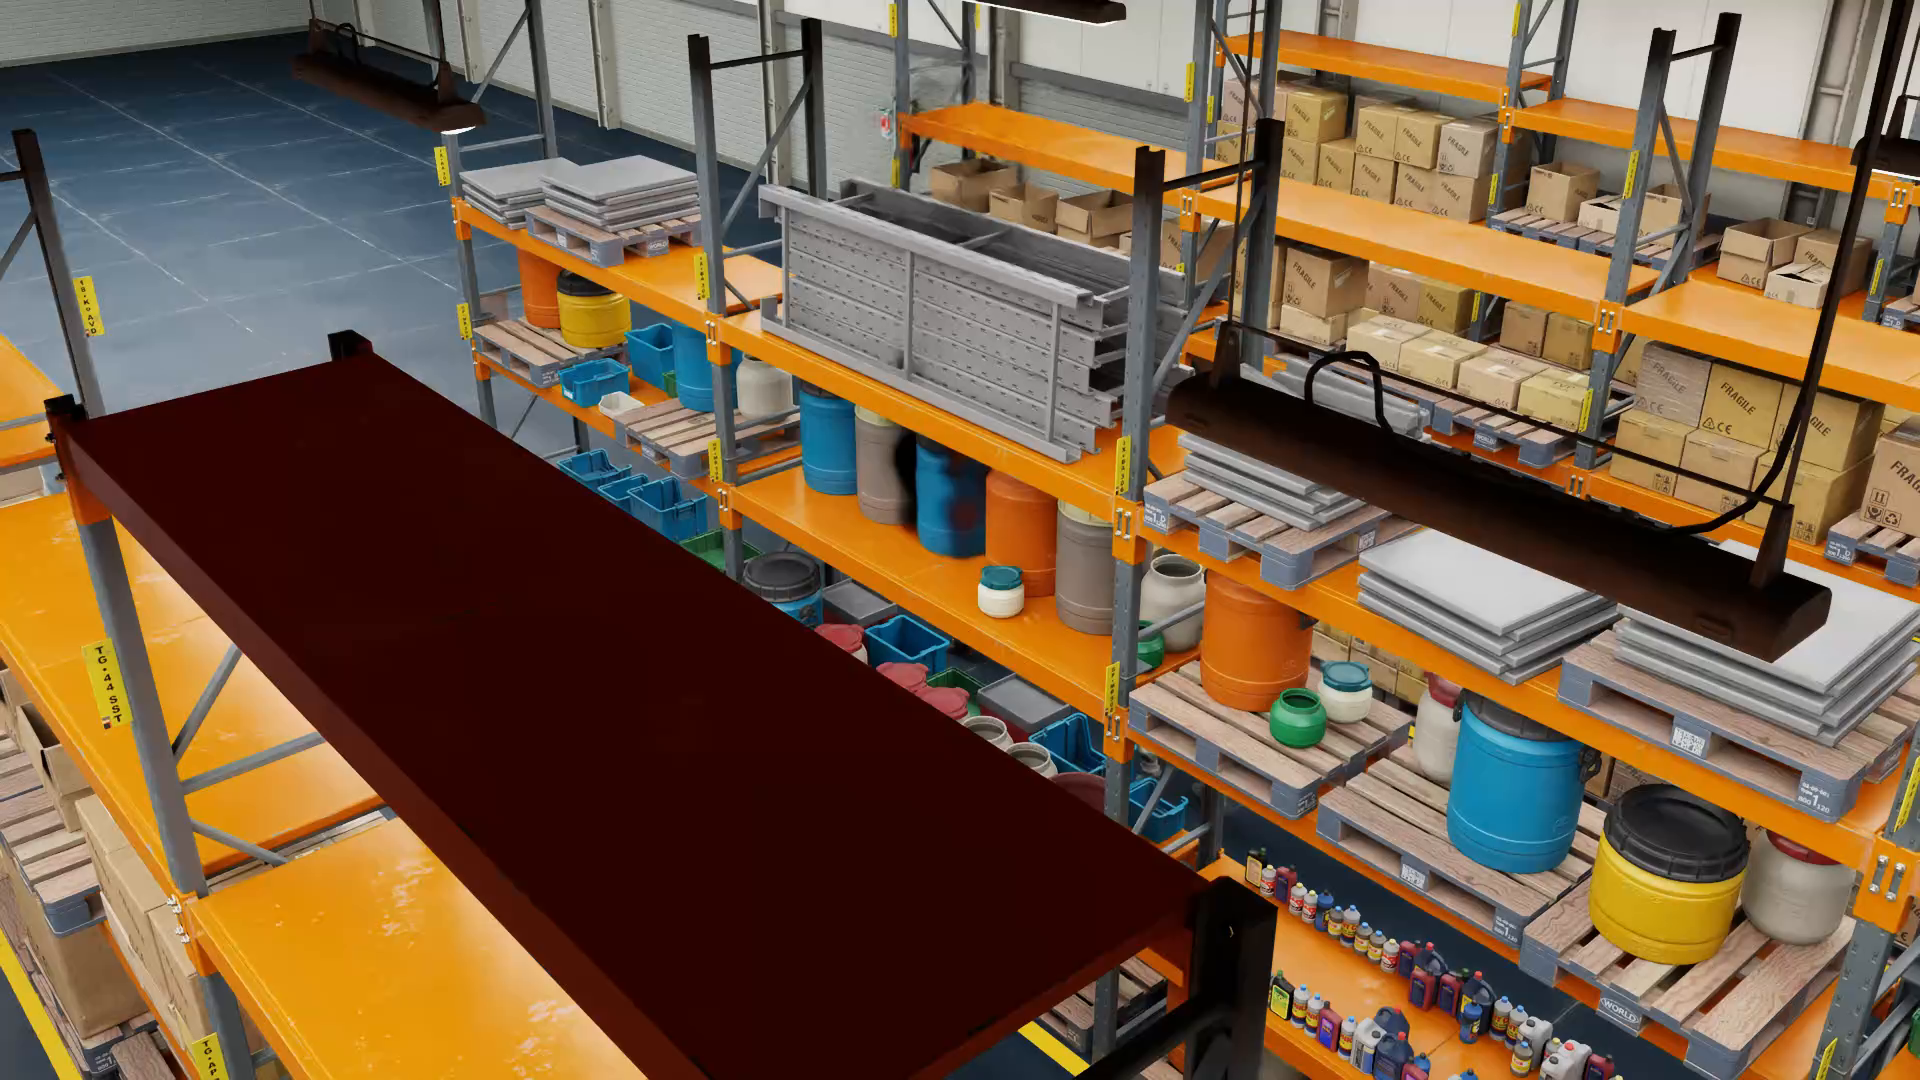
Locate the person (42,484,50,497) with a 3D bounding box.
[{"bbox_3d":[-9.235,-0.336,16.397,0.710,1.696,0.676,-3,27,-7],"label":"person"}]

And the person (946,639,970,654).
[{"bbox_3d":[0.216,0.401,15.023,0.895,1.644,0.630,21,34,35],"label":"person"}]

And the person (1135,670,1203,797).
[{"bbox_3d":[1.679,1.262,13.124,0.675,1.816,0.910,-22,34,-36],"label":"person"}]
